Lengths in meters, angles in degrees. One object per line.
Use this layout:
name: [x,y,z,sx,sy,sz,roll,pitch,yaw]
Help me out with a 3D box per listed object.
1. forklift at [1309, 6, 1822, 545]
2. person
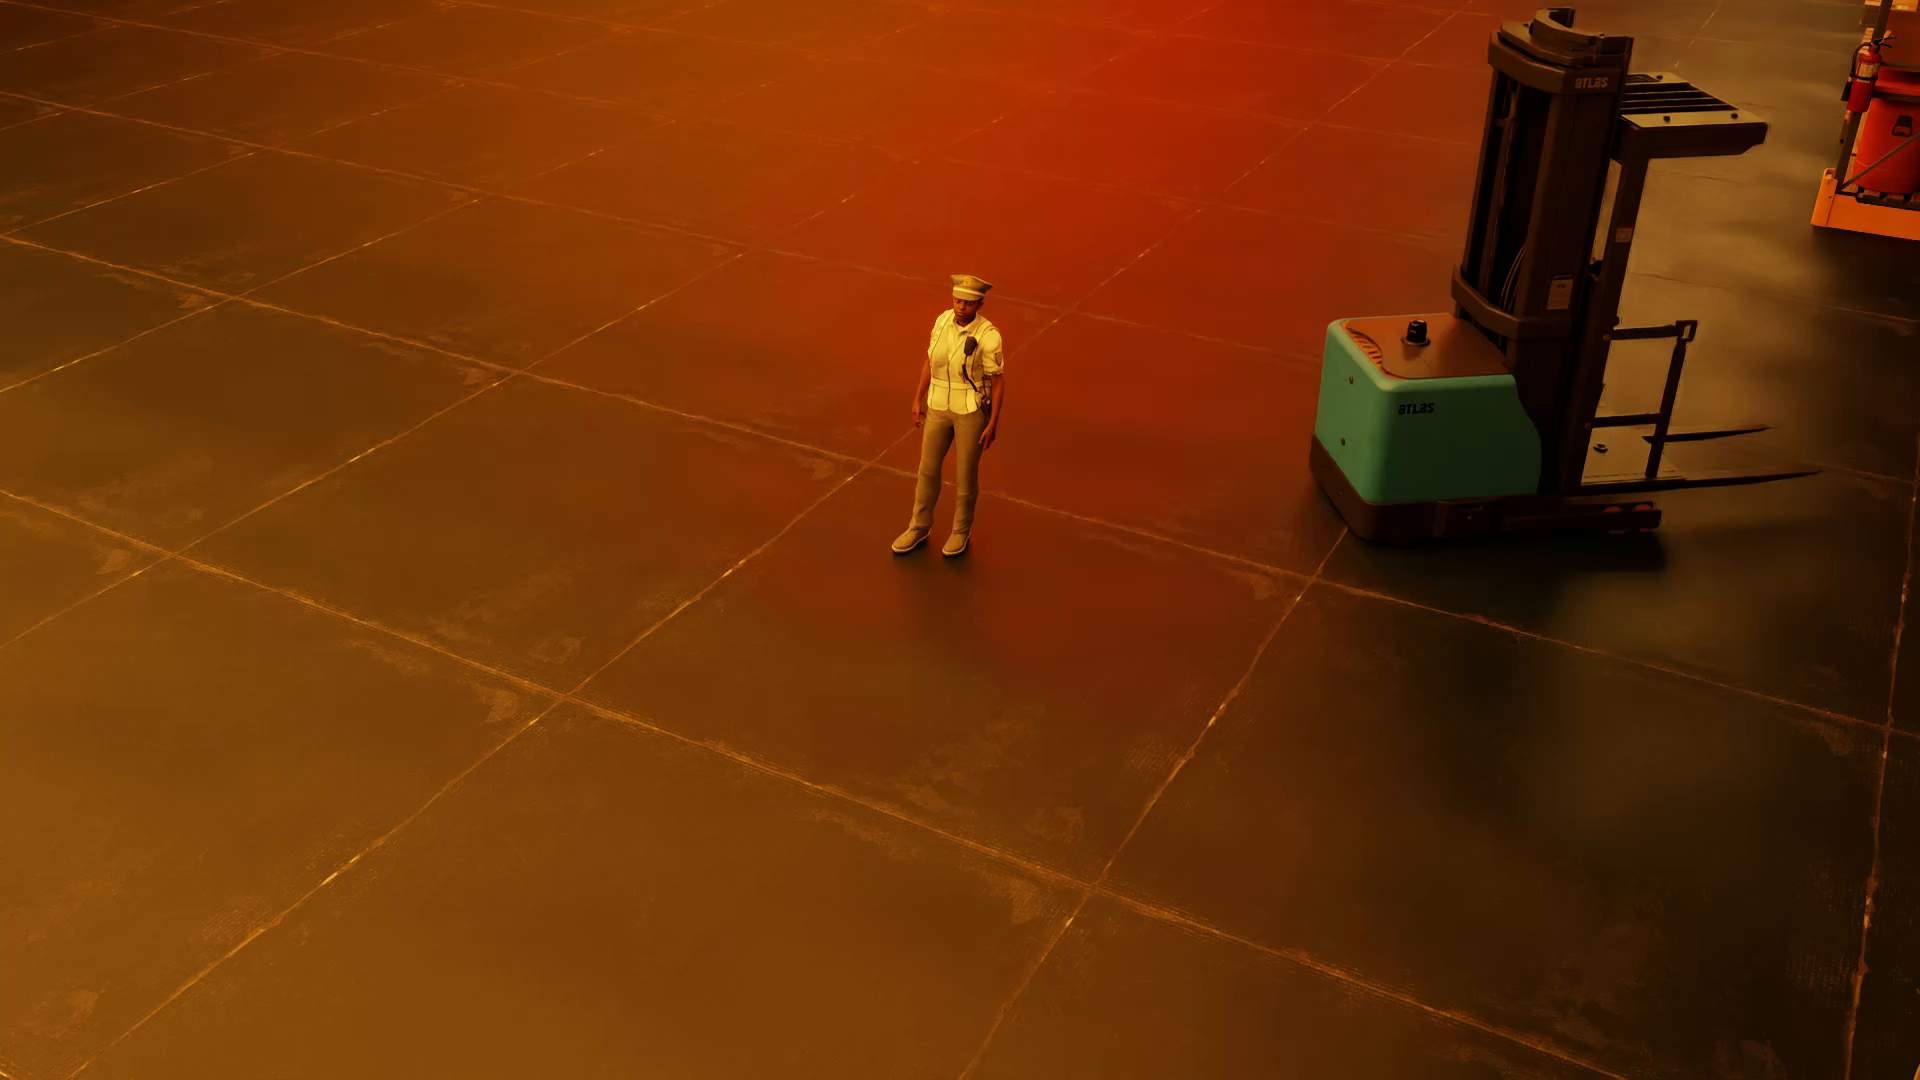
forklift: [3.796,-1.563,9.779,3.031,2.935,1.130,-4,30,-7]
person: [-0.053,-0.712,9.527,0.570,1.695,0.530,15,33,25]
